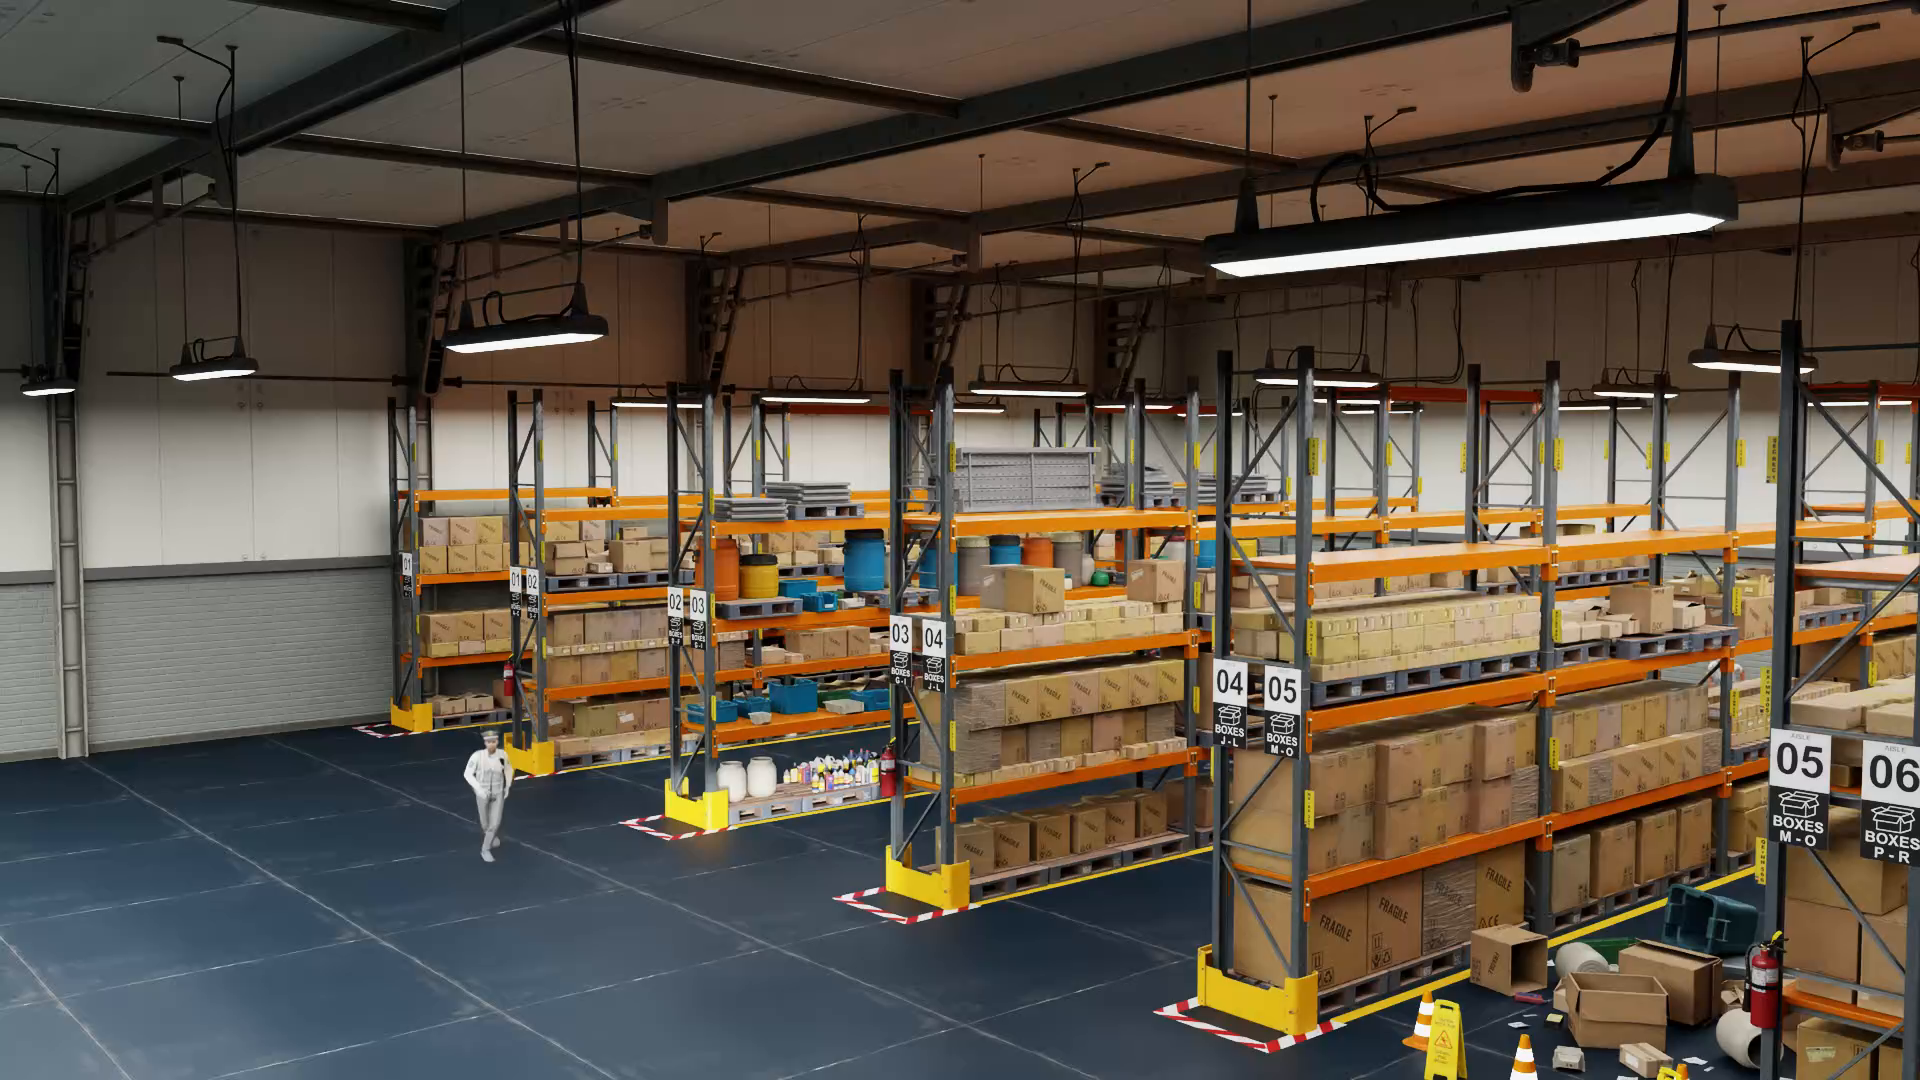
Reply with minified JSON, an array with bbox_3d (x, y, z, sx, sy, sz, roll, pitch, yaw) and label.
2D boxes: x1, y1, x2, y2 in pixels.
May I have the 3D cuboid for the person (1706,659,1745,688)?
[{"bbox_3d":[13.651,2.711,29.657,0.628,1.486,0.889,2,4,29],"label":"person"}]

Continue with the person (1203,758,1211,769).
[{"bbox_3d":[3.974,2.867,26.309,0.577,1.518,0.675,-1,4,-18],"label":"person"}]

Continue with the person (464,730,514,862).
[{"bbox_3d":[-5.869,3.148,20.733,0.603,1.642,0.610,-1,4,-21],"label":"person"}]
